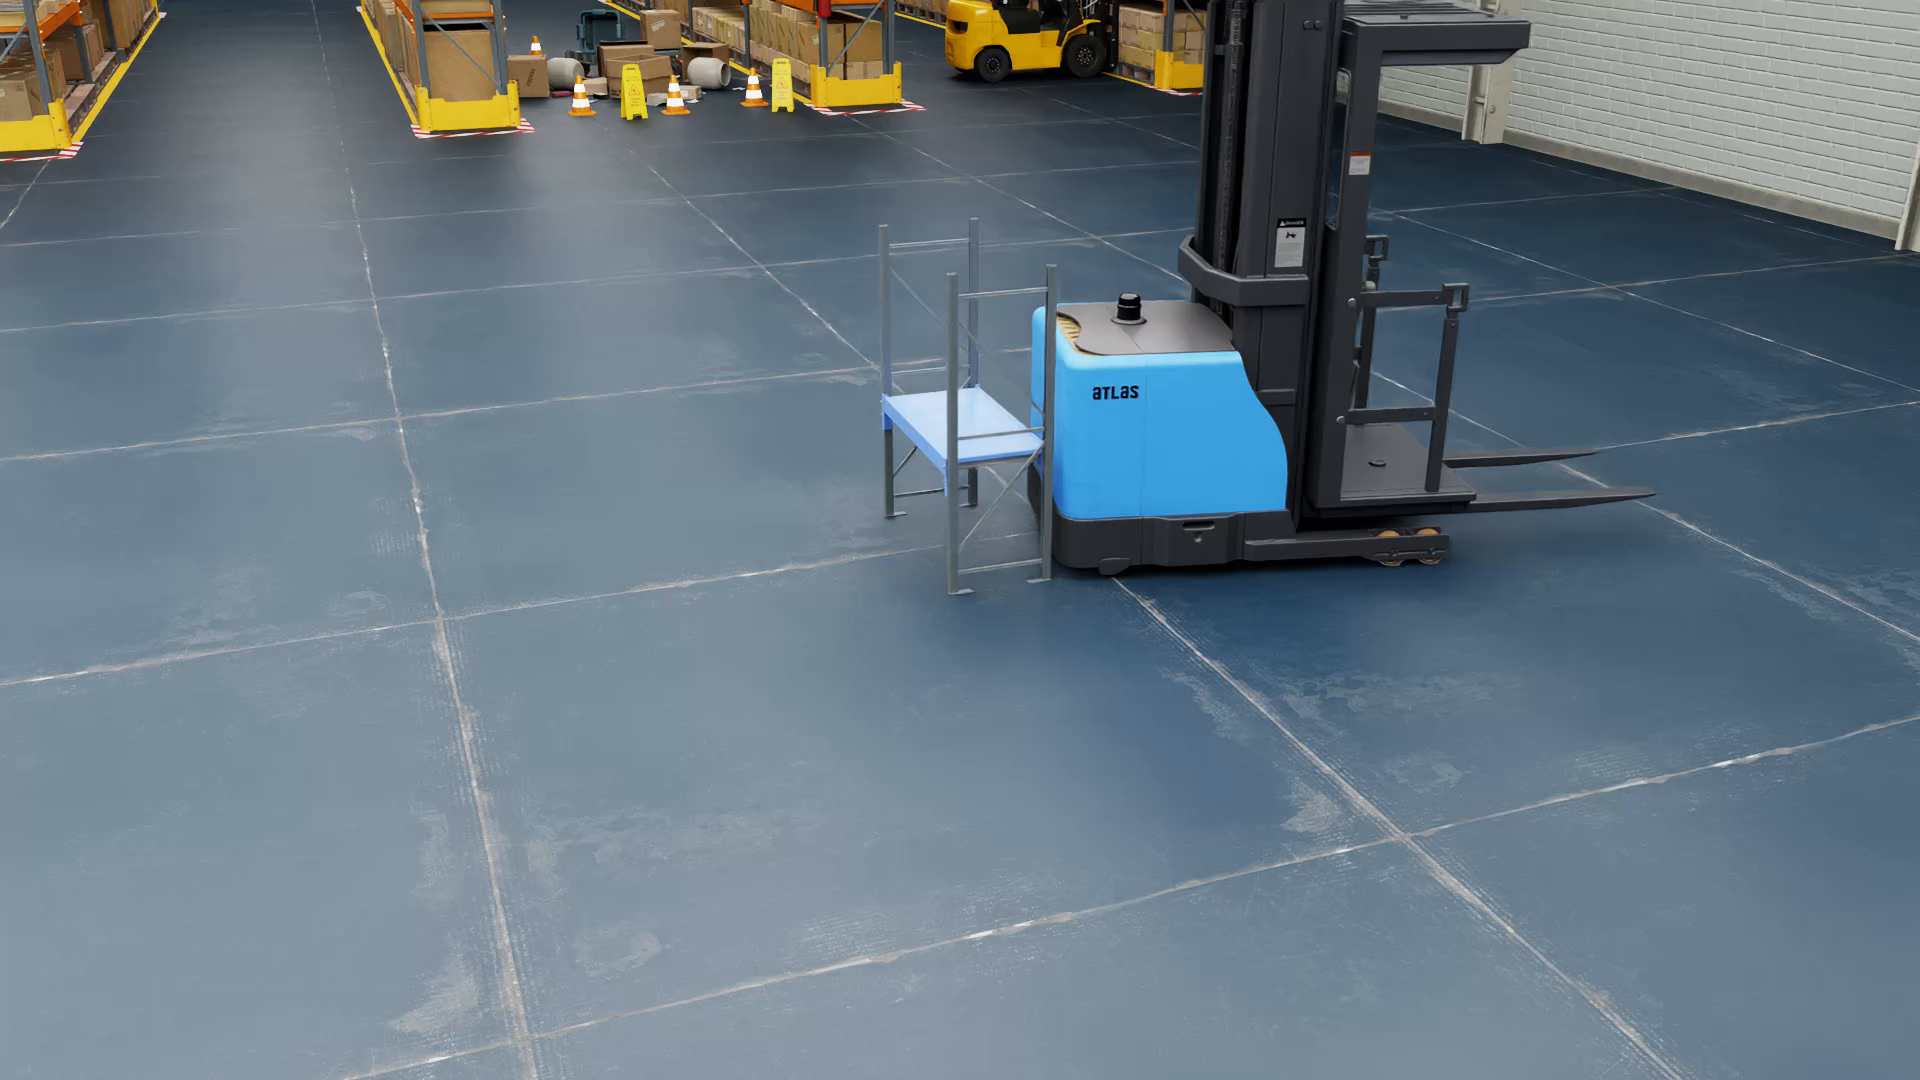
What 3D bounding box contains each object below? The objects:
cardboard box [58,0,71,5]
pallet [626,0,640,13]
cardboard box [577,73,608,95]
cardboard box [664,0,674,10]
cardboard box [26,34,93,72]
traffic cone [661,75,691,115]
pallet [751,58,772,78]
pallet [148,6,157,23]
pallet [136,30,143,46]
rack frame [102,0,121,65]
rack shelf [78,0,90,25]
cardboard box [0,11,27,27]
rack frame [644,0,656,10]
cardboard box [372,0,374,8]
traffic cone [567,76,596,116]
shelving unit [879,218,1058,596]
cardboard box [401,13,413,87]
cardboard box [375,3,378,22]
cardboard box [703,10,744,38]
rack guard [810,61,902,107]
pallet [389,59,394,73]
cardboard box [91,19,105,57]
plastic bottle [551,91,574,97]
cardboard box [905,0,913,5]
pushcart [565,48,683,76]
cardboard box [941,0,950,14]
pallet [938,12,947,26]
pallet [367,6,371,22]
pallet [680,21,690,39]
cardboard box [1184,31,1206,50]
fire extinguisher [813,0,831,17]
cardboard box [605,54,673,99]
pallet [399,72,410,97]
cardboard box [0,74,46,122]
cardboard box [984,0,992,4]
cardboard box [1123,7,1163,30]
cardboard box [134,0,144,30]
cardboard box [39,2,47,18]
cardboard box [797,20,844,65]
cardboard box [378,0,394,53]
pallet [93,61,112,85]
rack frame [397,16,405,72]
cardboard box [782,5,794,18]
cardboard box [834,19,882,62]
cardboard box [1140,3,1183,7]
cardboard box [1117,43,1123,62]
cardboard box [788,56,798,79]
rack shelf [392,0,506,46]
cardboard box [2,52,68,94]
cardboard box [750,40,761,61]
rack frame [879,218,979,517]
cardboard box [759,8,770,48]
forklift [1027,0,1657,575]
[{"bbox_3d":[-11.361,-6.781,20.801,0.380,0.149,0.250,-8,24,-19],"label":"cardboard box"},{"bbox_3d":[-6.202,-10.914,33.873,1.003,0.211,1.213,-8,24,-19],"label":"pallet"},{"bbox_3d":[-5.010,-6.214,22.651,0.396,0.266,0.258,-4,23,-10],"label":"cardboard box"},{"bbox_3d":[-4.951,-10.141,30.644,0.875,0.875,0.875,-8,24,-17],"label":"cardboard box"},{"bbox_3d":[-12.364,-6.655,22.828,0.700,0.500,0.500,-8,24,-19],"label":"cardboard box"},{"bbox_3d":[-3.609,-5.642,21.041,0.336,0.463,0.334,-8,24,-19],"label":"traffic cone"},{"bbox_3d":[-2.475,-7.037,24.675,1.003,0.211,1.213,-8,24,-19],"label":"pallet"},{"bbox_3d":[-15.900,-9.997,31.698,1.003,0.211,1.213,-8,24,-19],"label":"pallet"},{"bbox_3d":[-14.499,-8.554,28.272,1.003,0.211,1.213,-8,24,-19],"label":"pallet"},{"bbox_3d":[-13.429,-8.655,24.923,1.000,3.000,0.127,-8,24,-19],"label":"rack frame"},{"bbox_3d":[-12.723,-7.597,23.339,1.077,0.370,4.000,-8,24,-19],"label":"rack shelf"},{"bbox_3d":[-10.481,-5.769,18.399,0.380,0.149,0.250,-8,24,-19],"label":"cardboard box"},{"bbox_3d":[-5.571,-11.468,31.597,1.000,3.000,0.127,-8,24,-19],"label":"rack frame"},{"bbox_3d":[-10.575,-9.840,30.481,0.380,0.149,0.250,-8,24,-18],"label":"cardboard box"},{"bbox_3d":[-4.786,-5.611,20.967,0.336,0.463,0.334,-8,24,-19],"label":"traffic cone"},{"bbox_3d":[0.017,-0.658,7.880,0.538,1.500,1.048,-8,24,-18],"label":"shelving unit"},{"bbox_3d":[-6.862,-6.495,21.993,0.875,0.875,0.875,-8,24,-19],"label":"cardboard box"},{"bbox_3d":[-9.965,-9.297,29.124,0.500,0.500,0.500,-7,24,-17],"label":"cardboard box"},{"bbox_3d":[-3.700,-8.524,27.454,0.950,0.372,0.625,-9,24,-20],"label":"cardboard box"},{"bbox_3d":[-1.359,-5.984,21.803,1.175,0.500,0.348,-8,24,-19],"label":"rack guard"},{"bbox_3d":[-8.118,-7.275,25.238,1.003,0.211,1.213,-8,24,-19],"label":"pallet"},{"bbox_3d":[-13.174,-7.465,24.752,0.700,0.500,0.500,-10,25,-22],"label":"cardboard box"},{"bbox_3d":[-5.373,-6.033,22.484,0.283,0.061,0.133,-18,29,-37],"label":"plastic bottle"},{"bbox_3d":[-0.771,-10.794,32.674,0.500,0.500,0.500,-9,24,-20],"label":"cardboard box"},{"bbox_3d":[-4.861,-7.022,24.425,1.648,0.377,0.936,-18,29,-37],"label":"pushcart"},{"bbox_3d":[-0.033,-10.046,30.902,0.500,0.500,0.500,-9,24,-20],"label":"cardboard box"},{"bbox_3d":[0.256,-9.689,30.966,1.003,0.211,1.213,-8,24,-19],"label":"pallet"},{"bbox_3d":[-10.872,-10.151,32.061,1.003,0.211,1.213,-8,24,-19],"label":"pallet"},{"bbox_3d":[-4.366,-9.027,29.395,1.003,0.211,1.213,-8,24,-19],"label":"pallet"},{"bbox_3d":[3.338,-7.147,23.700,0.500,0.250,0.500,-8,24,-18],"label":"cardboard box"},{"bbox_3d":[-1.723,-6.968,21.019,0.296,0.674,0.183,-8,24,-19],"label":"fire extinguisher"},{"bbox_3d":[-4.321,-6.249,22.427,0.637,0.503,0.797,12,26,27],"label":"cardboard box"},{"bbox_3d":[-7.145,-6.274,22.863,1.003,0.211,1.213,-8,24,-19],"label":"pallet"},{"bbox_3d":[-10.808,-5.019,18.974,0.500,0.500,0.500,-4,23,-9],"label":"cardboard box"},{"bbox_3d":[0.930,-9.332,29.045,0.875,0.625,0.625,-8,24,-17],"label":"cardboard box"},{"bbox_3d":[2.670,-7.487,23.864,0.500,0.250,0.500,-8,24,-18],"label":"cardboard box"},{"bbox_3d":[-14.598,-9.093,28.157,1.225,0.875,0.875,-8,24,-19],"label":"cardboard box"},{"bbox_3d":[-10.815,-6.135,19.267,0.380,0.149,0.250,-8,24,-19],"label":"cardboard box"},{"bbox_3d":[-1.859,-6.635,22.165,0.500,0.500,0.500,-8,24,-19],"label":"cardboard box"},{"bbox_3d":[-8.310,-7.905,25.499,1.050,0.750,0.750,-8,24,-18],"label":"cardboard box"},{"bbox_3d":[-12.727,-6.644,23.741,1.003,0.211,1.213,-8,24,-19],"label":"pallet"},{"bbox_3d":[-7.340,-7.846,23.002,1.000,3.000,0.127,-8,24,-19],"label":"rack frame"},{"bbox_3d":[-2.229,-7.246,22.779,0.380,0.149,0.250,-7,24,-17],"label":"cardboard box"},{"bbox_3d":[-1.367,-6.720,22.365,0.500,0.500,0.500,-9,25,-21],"label":"cardboard box"},{"bbox_3d":[2.971,-7.743,24.470,0.500,0.250,0.500,-9,24,-19],"label":"cardboard box"},{"bbox_3d":[2.514,-7.209,24.492,0.500,0.250,0.500,-8,24,-18],"label":"cardboard box"},{"bbox_3d":[-2.045,-6.481,22.763,0.500,0.250,0.500,-8,24,-19],"label":"cardboard box"},{"bbox_3d":[-6.634,-6.787,21.418,1.077,0.370,4.000,-8,24,-19],"label":"rack shelf"},{"bbox_3d":[-11.703,-5.886,21.030,0.500,0.500,0.500,-1,23,-2],"label":"cardboard box"},{"bbox_3d":[-2.789,-7.237,24.557,0.500,0.250,0.500,-10,25,-21],"label":"cardboard box"},{"bbox_3d":[-0.149,-0.844,8.322,0.500,1.500,0.032,-8,24,-18],"label":"rack frame"},{"bbox_3d":[-2.589,-7.389,23.953,0.500,0.500,0.500,-7,24,-17],"label":"cardboard box"},{"bbox_3d":[1.904,-1.426,7.859,3.031,2.935,1.130,-3,23,-7],"label":"forklift"}]
